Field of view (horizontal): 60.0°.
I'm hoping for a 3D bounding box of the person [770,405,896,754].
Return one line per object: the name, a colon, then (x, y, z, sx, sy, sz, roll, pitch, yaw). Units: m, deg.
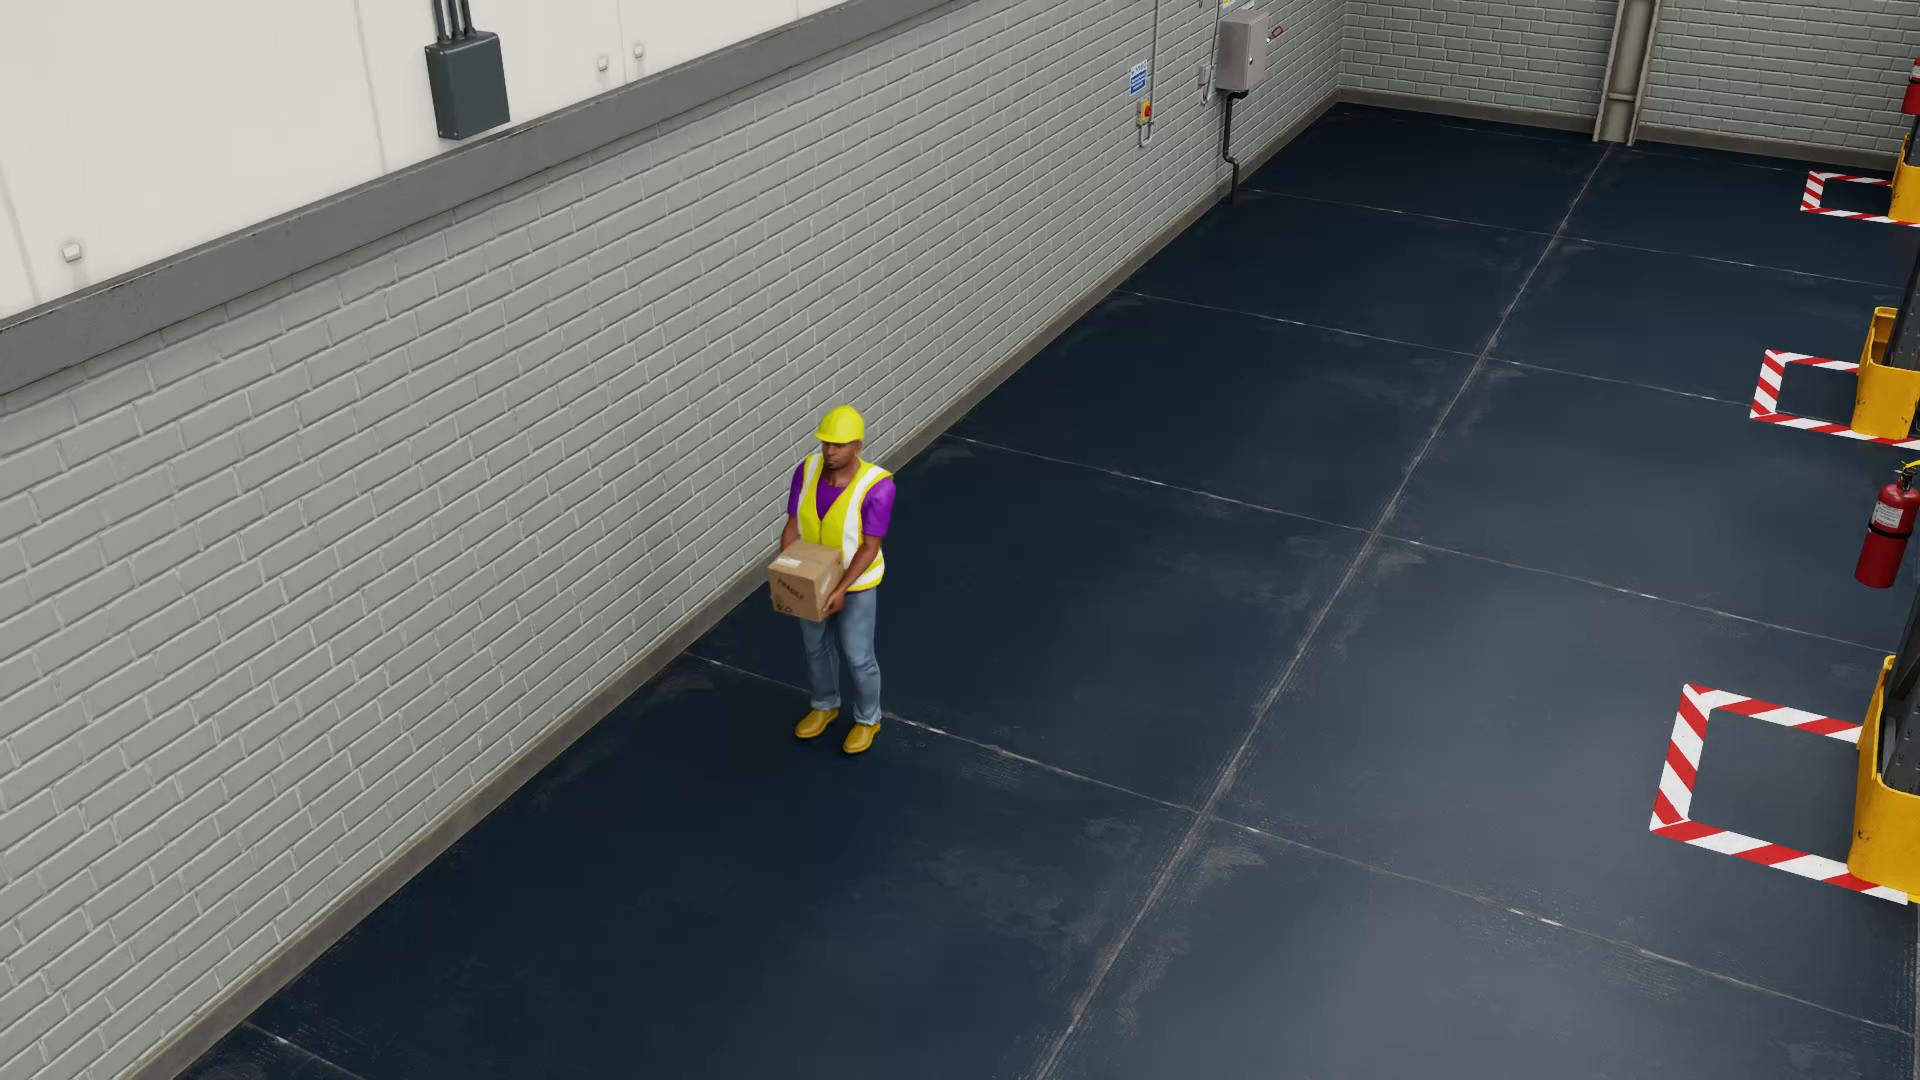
person: (-0.613, 0.229, 7.872, 0.521, 1.766, 0.573, 14, 33, 23)
